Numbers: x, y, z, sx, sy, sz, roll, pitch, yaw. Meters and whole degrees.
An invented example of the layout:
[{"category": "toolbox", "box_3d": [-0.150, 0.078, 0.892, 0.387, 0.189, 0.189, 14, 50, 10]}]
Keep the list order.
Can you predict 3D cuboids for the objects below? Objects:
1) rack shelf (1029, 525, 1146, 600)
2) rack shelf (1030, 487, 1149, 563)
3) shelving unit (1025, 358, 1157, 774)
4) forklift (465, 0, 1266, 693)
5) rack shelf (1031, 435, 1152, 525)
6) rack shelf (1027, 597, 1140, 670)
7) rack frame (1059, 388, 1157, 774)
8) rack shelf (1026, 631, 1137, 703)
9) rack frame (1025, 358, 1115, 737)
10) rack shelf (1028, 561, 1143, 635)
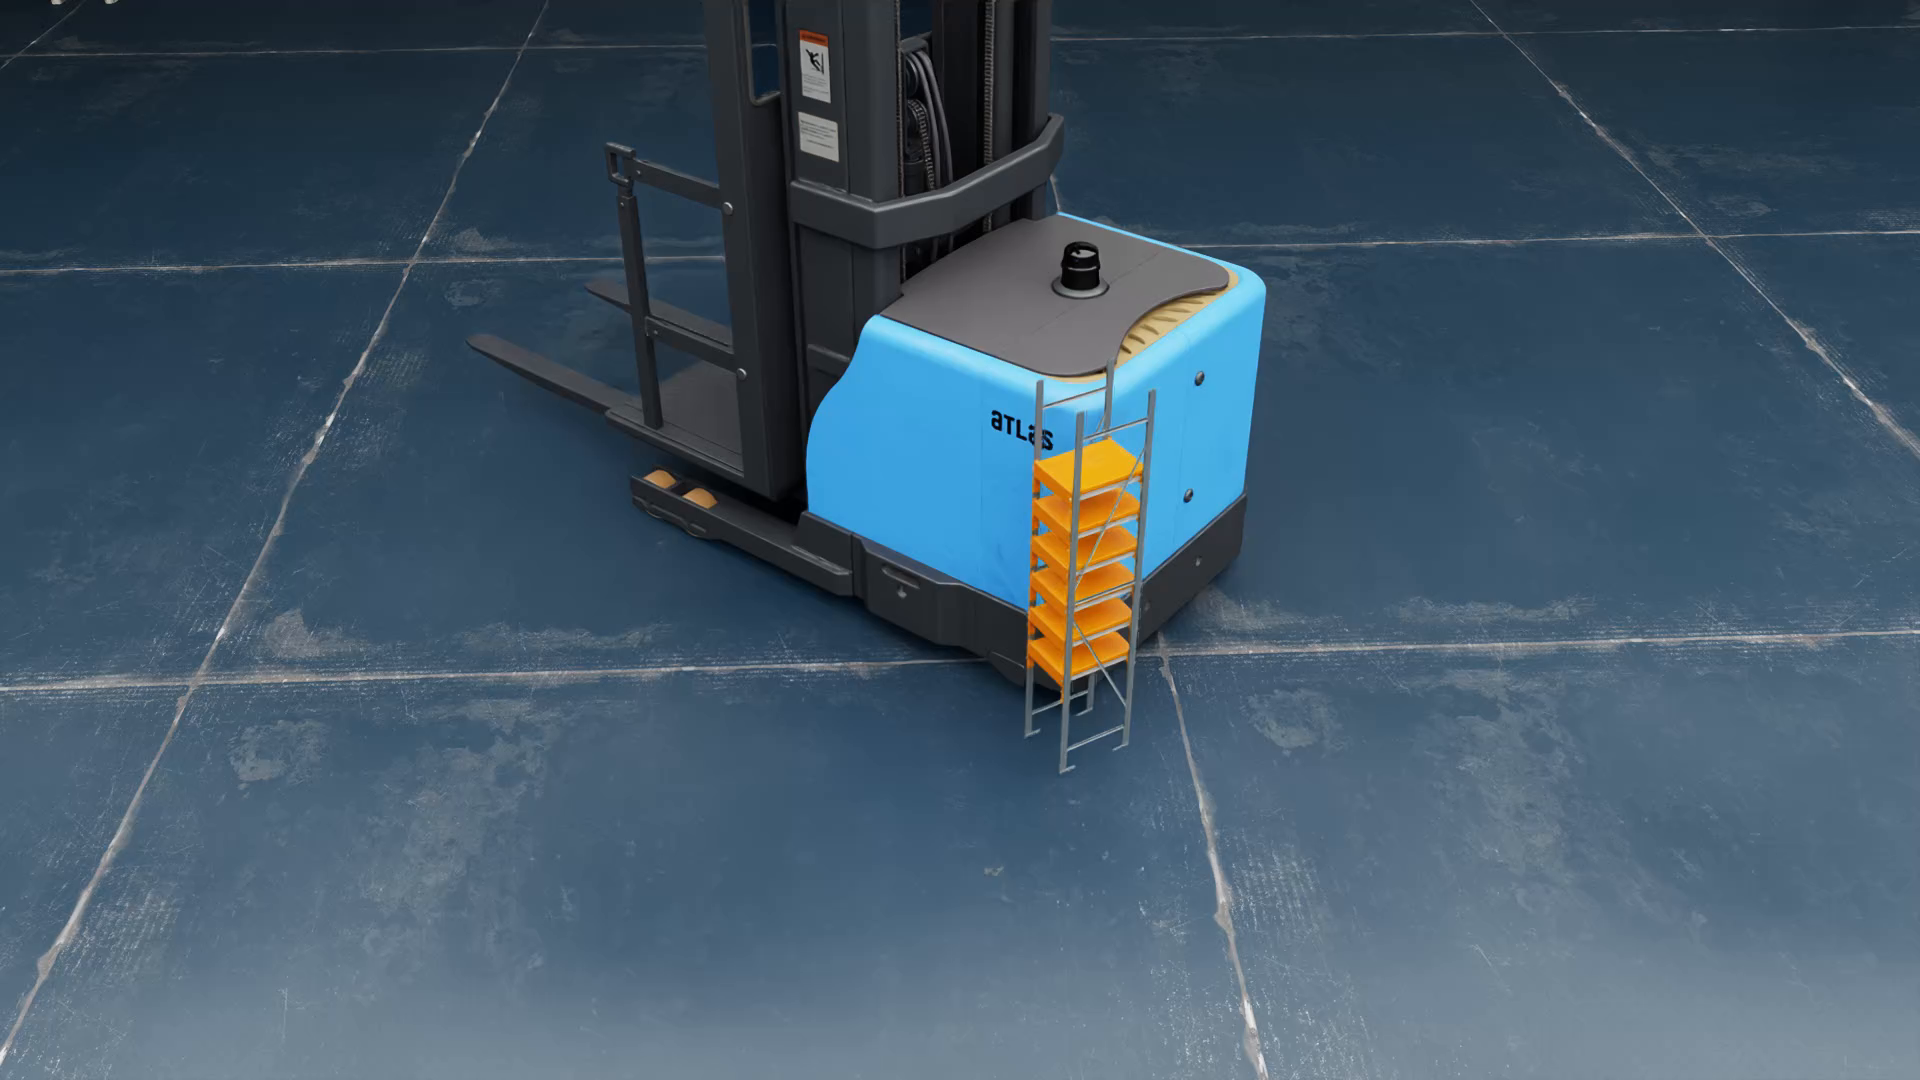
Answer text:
[{"category": "rack shelf", "box_3d": [0.344, 0.038, 4.508, 0.258, 0.103, 0.180, -19, 39, -25]}, {"category": "rack shelf", "box_3d": [0.344, -0.061, 4.439, 0.258, 0.103, 0.180, -19, 39, -25]}, {"category": "shelving unit", "box_3d": [0.343, 0.100, 4.551, 0.258, 1.200, 0.189, -19, 39, -25]}, {"category": "forklift", "box_3d": [-0.532, -1.428, 5.238, 3.031, 2.935, 1.130, 24, 41, 30]}, {"category": "rack shelf", "box_3d": [0.344, -0.159, 4.370, 0.258, 0.103, 0.180, -19, 39, -25]}, {"category": "rack shelf", "box_3d": [0.343, 0.234, 4.645, 0.258, 0.103, 0.180, -19, 39, -25]}, {"category": "rack frame", "box_3d": [0.390, 0.145, 4.487, 0.240, 1.200, 0.006, -19, 39, -25]}, {"category": "rack shelf", "box_3d": [0.343, 0.333, 4.714, 0.258, 0.103, 0.180, -19, 39, -25]}, {"category": "rack frame", "box_3d": [0.297, 0.054, 4.615, 0.240, 1.200, 0.006, -19, 39, -25]}, {"category": "rack shelf", "box_3d": [0.343, 0.136, 4.576, 0.258, 0.103, 0.180, -19, 39, -25]}]
